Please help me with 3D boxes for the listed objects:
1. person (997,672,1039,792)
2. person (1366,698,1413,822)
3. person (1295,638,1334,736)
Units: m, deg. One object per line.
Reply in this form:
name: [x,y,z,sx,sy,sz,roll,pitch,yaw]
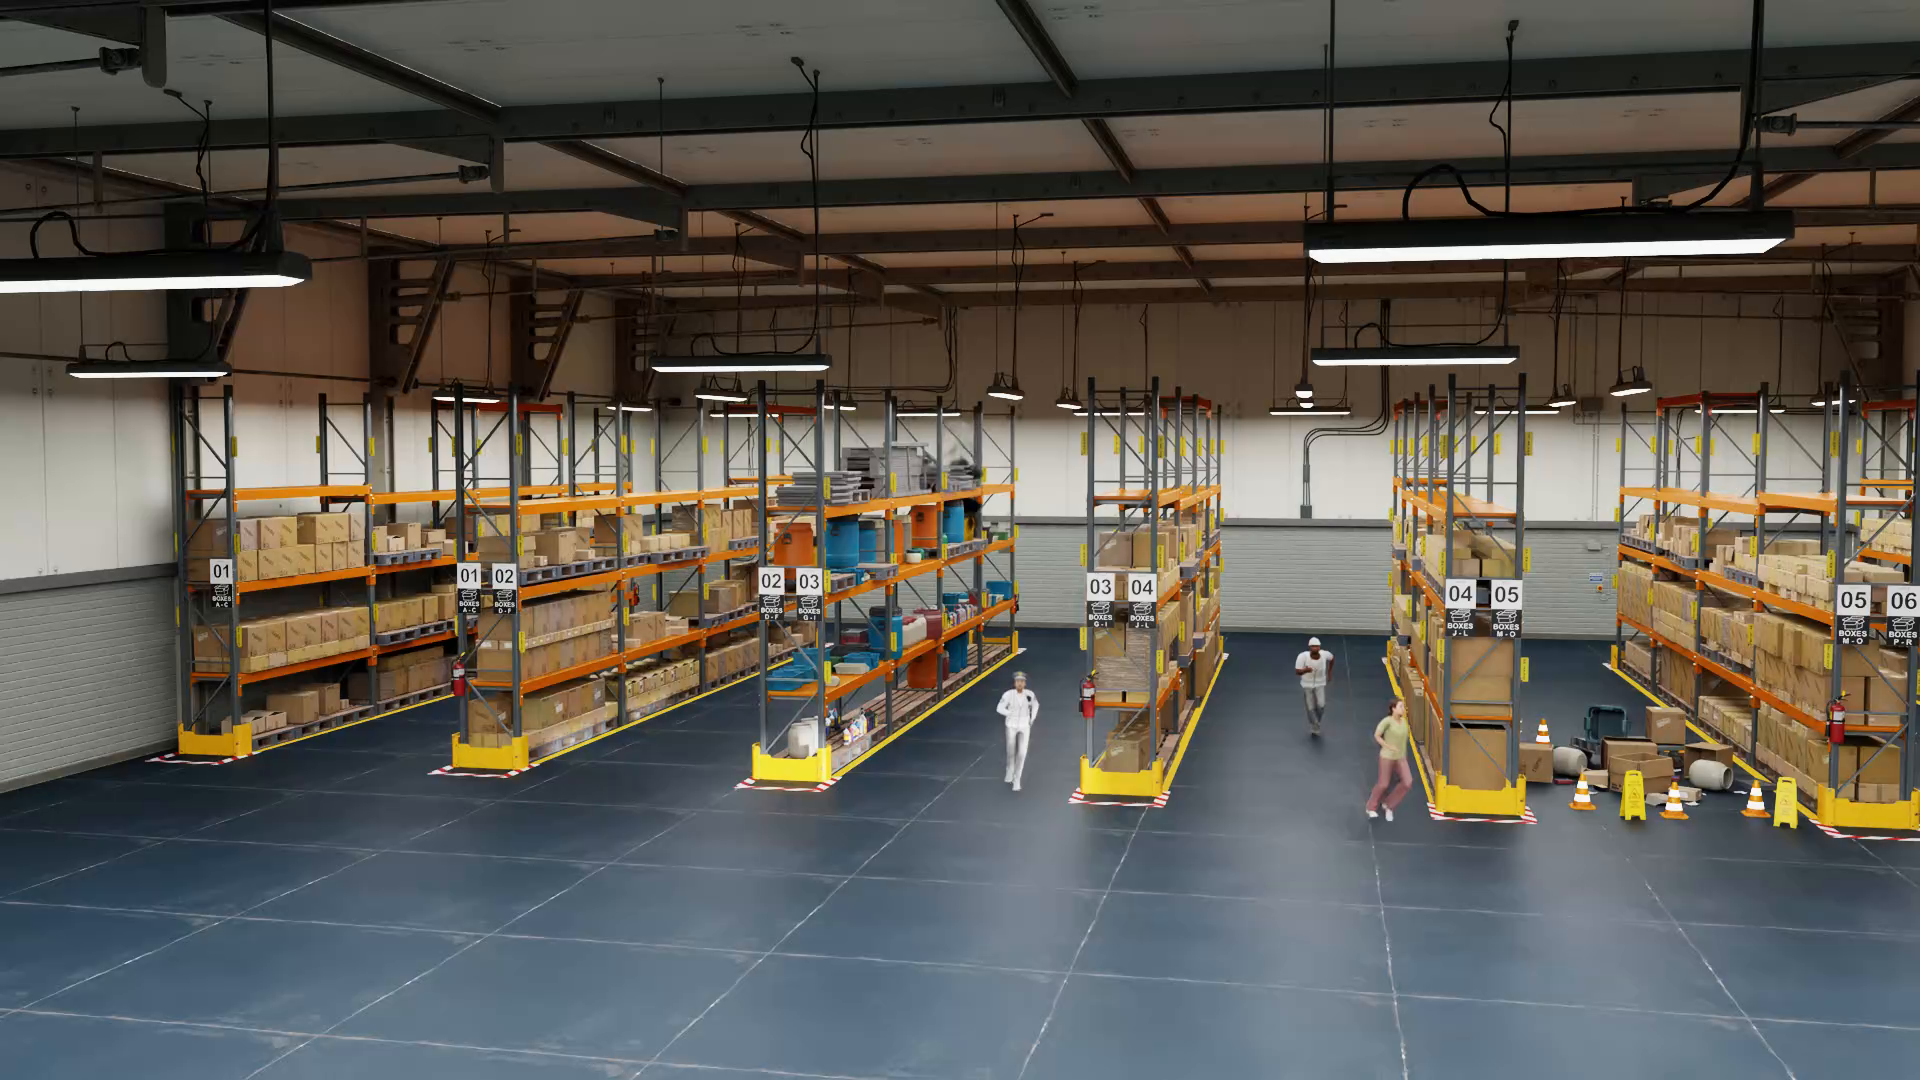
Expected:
person: [0.854,2.797,24.466,0.627,1.762,0.726,0,3,-1]
person: [5.809,2.928,22.277,0.622,1.638,0.647,-1,3,-23]
person: [6.109,2.521,28.638,0.667,1.705,0.822,1,3,10]
